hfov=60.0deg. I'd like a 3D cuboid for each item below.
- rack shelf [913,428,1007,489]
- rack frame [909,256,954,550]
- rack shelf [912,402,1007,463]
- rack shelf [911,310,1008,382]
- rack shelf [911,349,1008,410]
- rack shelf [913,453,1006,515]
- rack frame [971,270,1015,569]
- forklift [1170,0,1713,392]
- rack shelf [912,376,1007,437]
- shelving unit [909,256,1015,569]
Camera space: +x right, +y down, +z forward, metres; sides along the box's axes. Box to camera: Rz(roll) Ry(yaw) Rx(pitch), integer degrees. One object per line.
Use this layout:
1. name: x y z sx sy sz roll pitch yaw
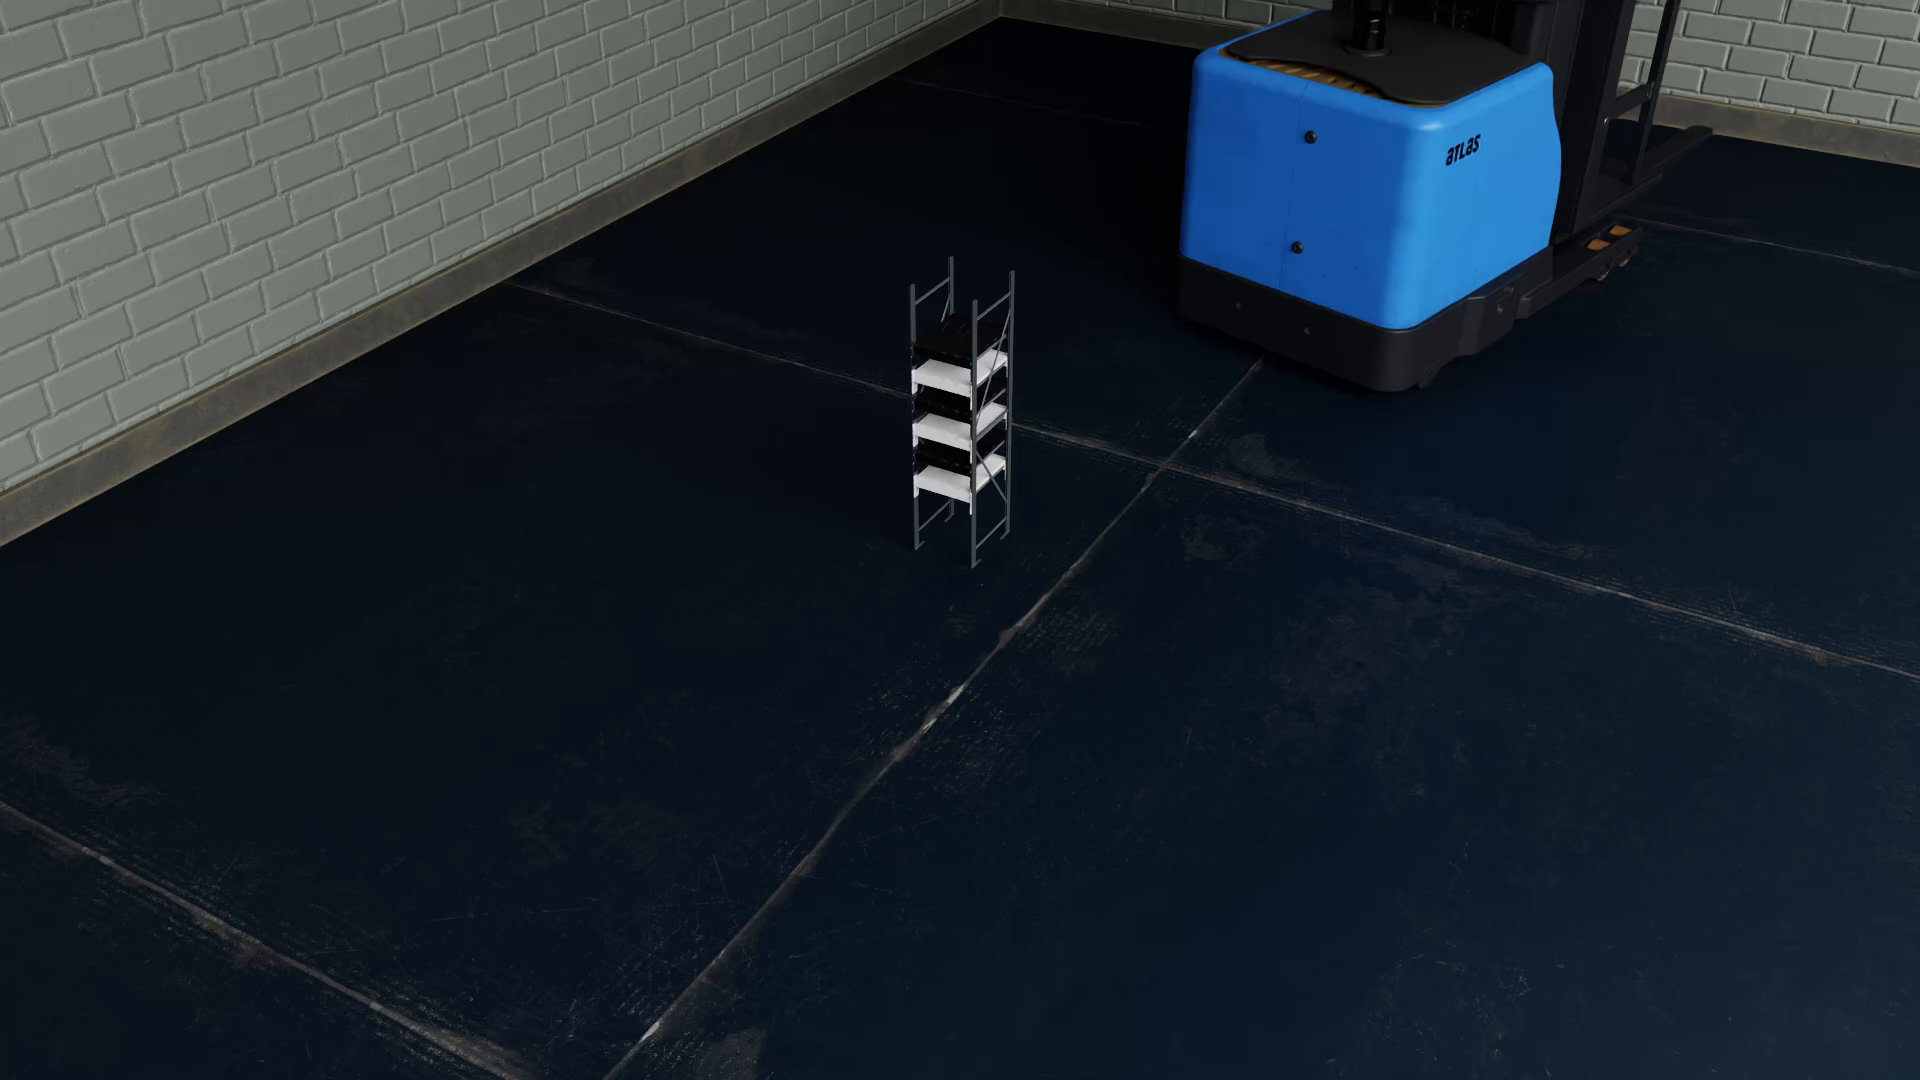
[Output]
1. rack shelf: 0.007 -0.270 5.066 0.200 0.077 0.258 18 37 24
2. rack frame: -0.081 -0.400 5.039 0.006 0.900 0.240 18 37 24
3. rack shelf: 0.007 -0.345 5.016 0.200 0.077 0.258 18 37 24
4. rack shelf: 0.007 -0.569 4.866 0.200 0.077 0.258 18 37 24
5. rack shelf: 0.007 -0.494 4.916 0.200 0.077 0.258 18 37 24
6. rack shelf: 0.007 -0.195 5.115 0.200 0.077 0.258 18 37 24
7. rack frame: 0.095 -0.344 4.955 0.006 0.900 0.240 18 37 24
8. forklift: 2.203 -2.466 6.309 1.130 2.935 3.031 28 43 35
9. rack shelf: 0.007 -0.419 4.966 0.200 0.077 0.258 18 37 24
10. shelving unit: 0.007 -0.372 4.997 0.210 0.900 0.258 18 37 24
